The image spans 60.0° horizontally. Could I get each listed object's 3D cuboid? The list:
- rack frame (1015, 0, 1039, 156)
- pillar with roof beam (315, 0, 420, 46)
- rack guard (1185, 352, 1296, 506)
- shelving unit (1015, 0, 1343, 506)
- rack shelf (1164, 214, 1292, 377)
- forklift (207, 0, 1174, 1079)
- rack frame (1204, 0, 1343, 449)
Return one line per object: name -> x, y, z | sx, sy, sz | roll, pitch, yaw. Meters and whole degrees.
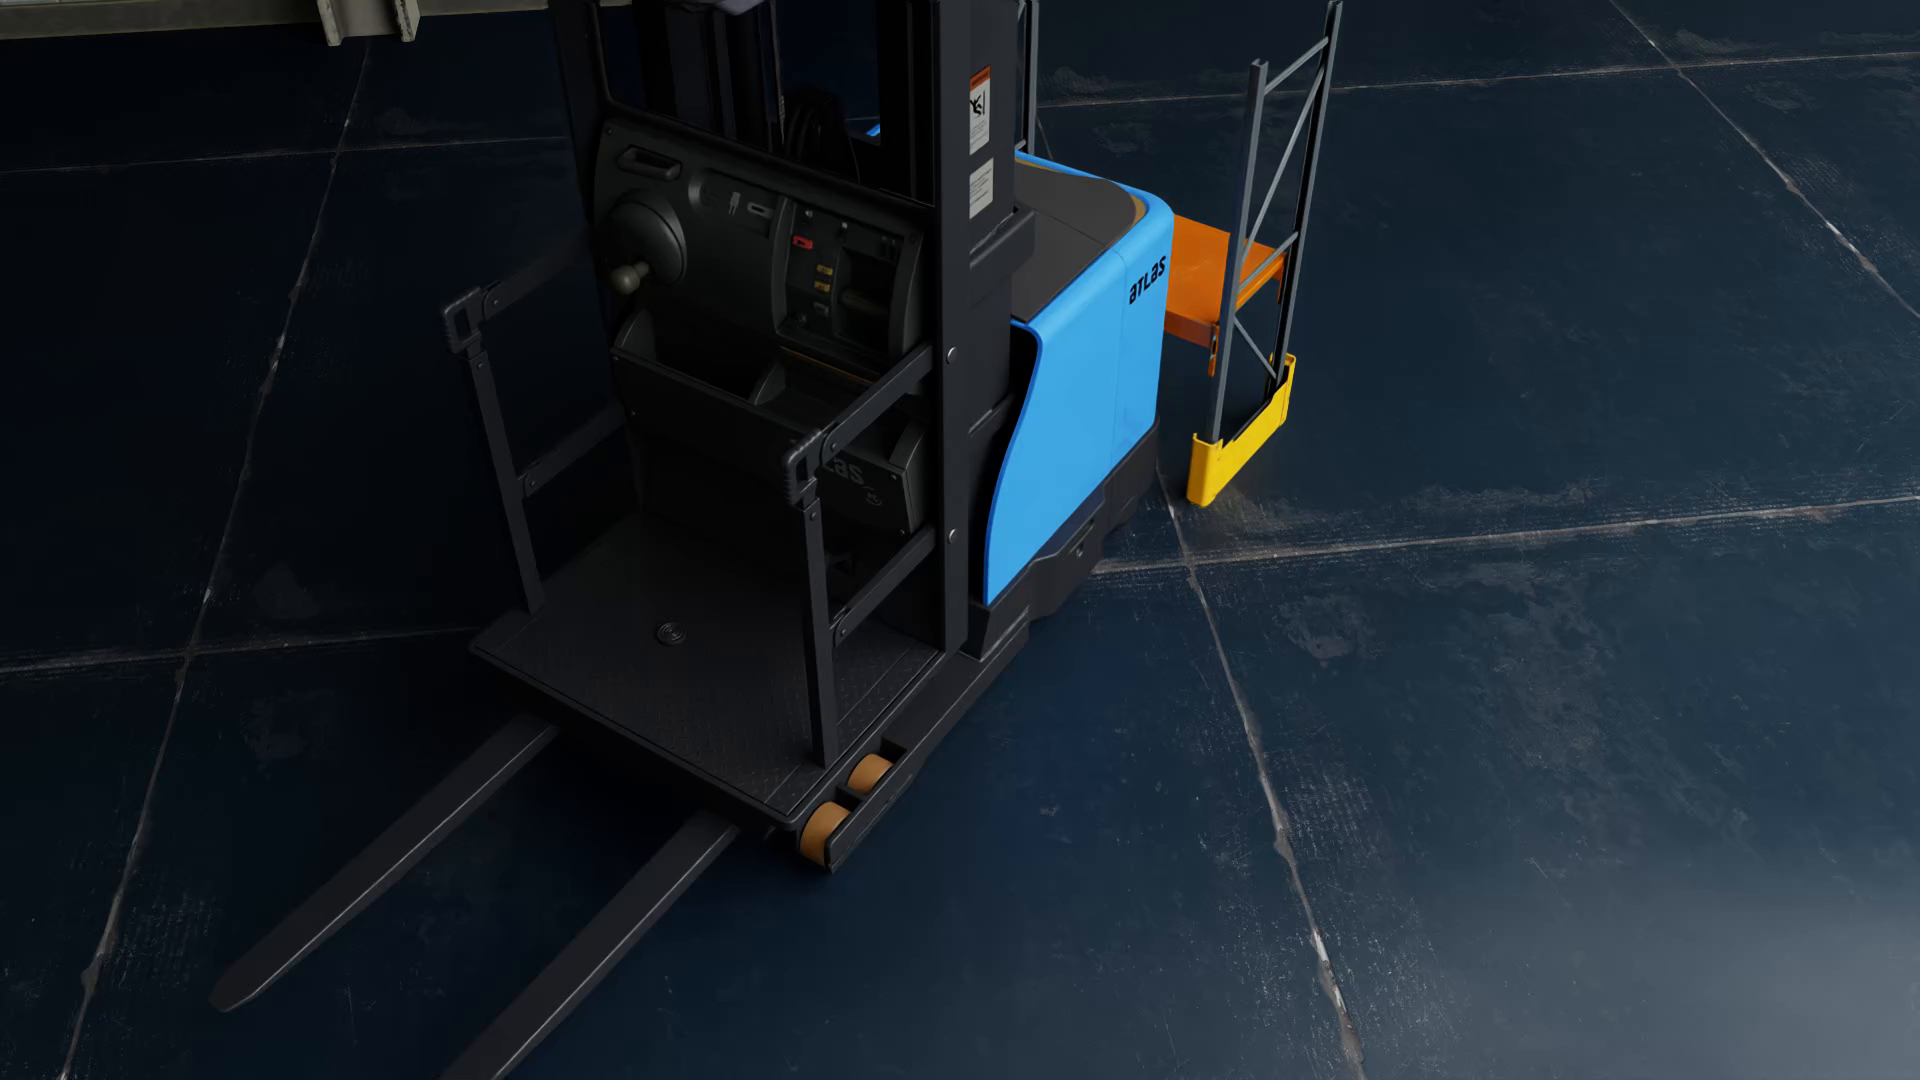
rack frame -> 0.098, -1.229, 5.493 | 0.032, 1.500, 0.500 | 25, 48, 25
pillar with roof beam -> -2.244, -2.927, 1.777 | 0.400, 9.000, 9.100 | -5, 42, -6
rack guard -> 0.927, -0.373, 5.477 | 0.087, 0.250, 0.587 | 25, 48, 25
shelving unit -> 0.520, -1.029, 5.271 | 1.083, 1.500, 0.587 | 25, 48, 25
rack shelf -> 0.513, -0.899, 5.396 | 1.000, 0.185, 0.538 | 25, 48, 25
forklift -> -0.600, -0.608, 3.736 | 1.130, 2.935, 3.031 | 24, 47, 24
rack frame -> 0.928, -0.836, 5.058 | 0.032, 1.500, 0.500 | 25, 48, 25
